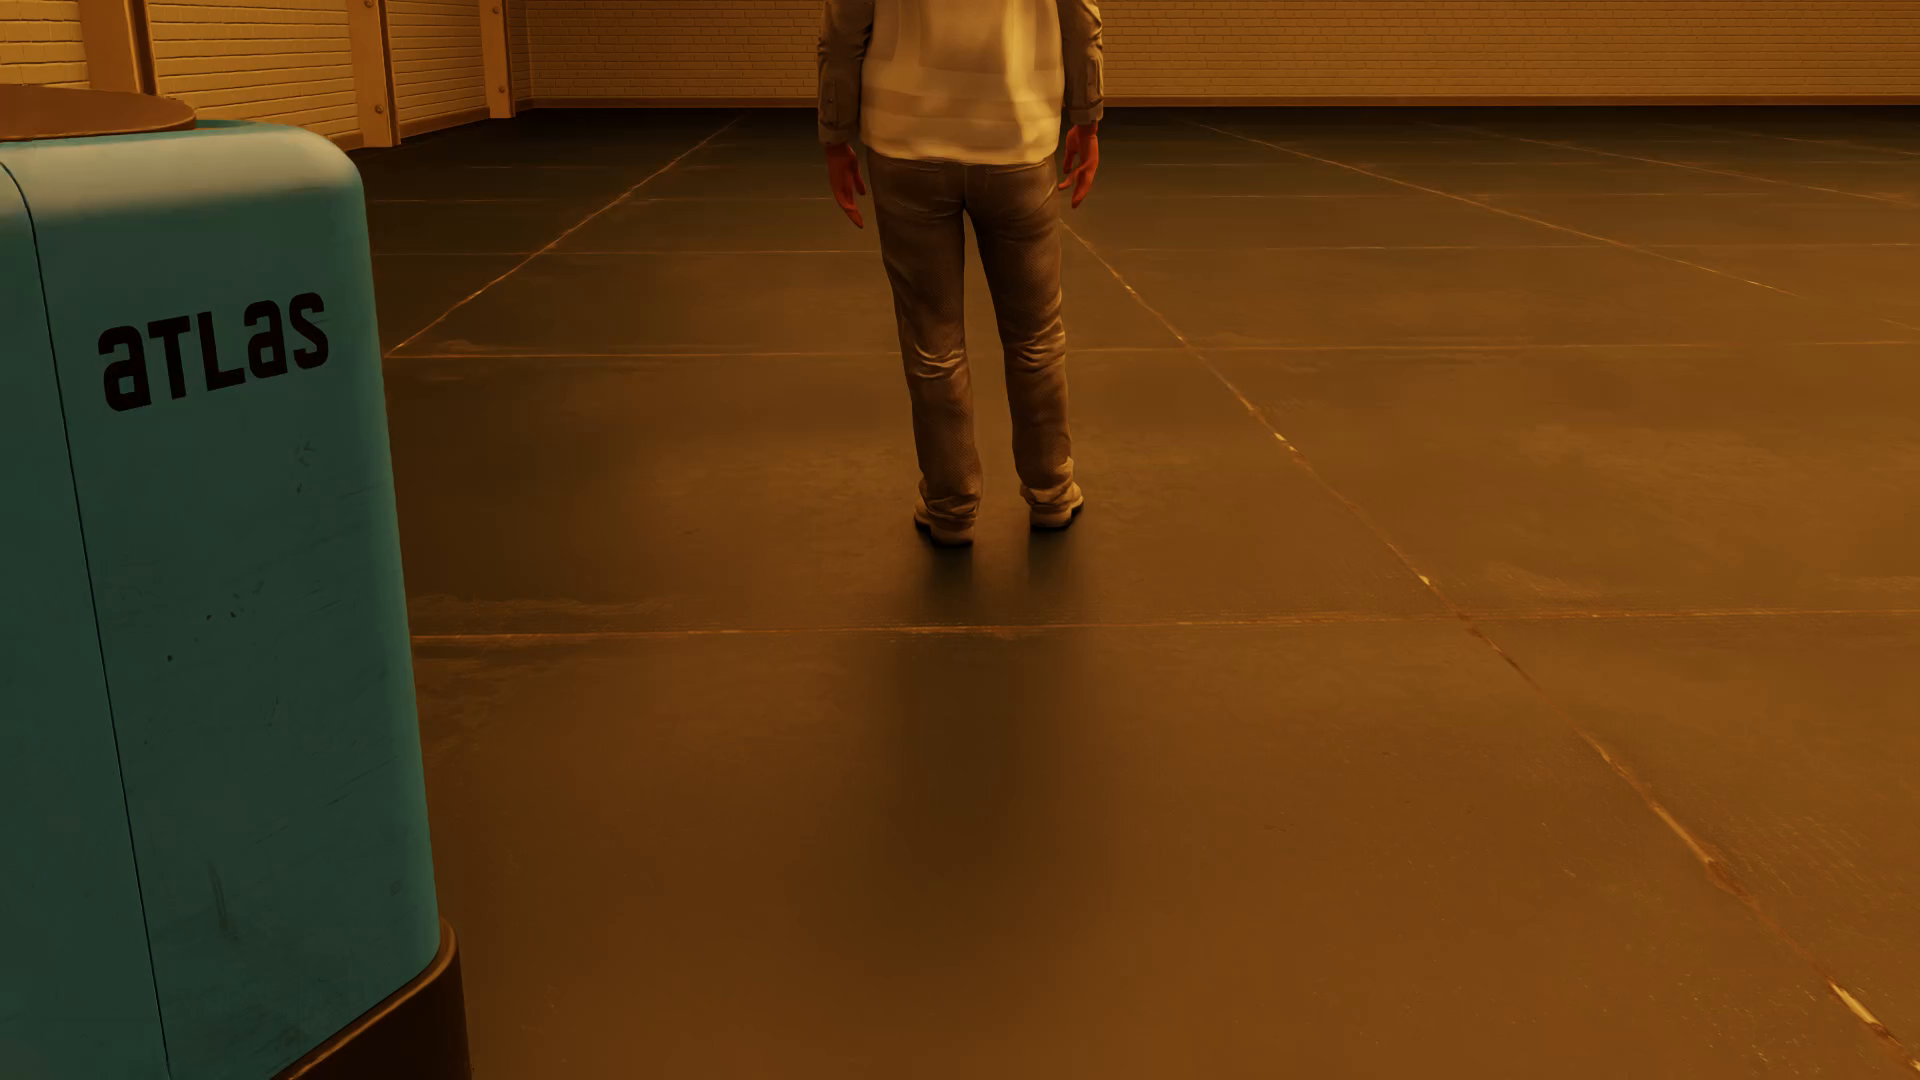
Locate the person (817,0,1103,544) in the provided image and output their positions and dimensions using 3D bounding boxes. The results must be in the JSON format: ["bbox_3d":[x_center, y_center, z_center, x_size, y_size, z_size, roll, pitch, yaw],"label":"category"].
[{"bbox_3d":[0.005,-0.873,3.717,0.633,1.774,0.567,-1,17,-3],"label":"person"}]
